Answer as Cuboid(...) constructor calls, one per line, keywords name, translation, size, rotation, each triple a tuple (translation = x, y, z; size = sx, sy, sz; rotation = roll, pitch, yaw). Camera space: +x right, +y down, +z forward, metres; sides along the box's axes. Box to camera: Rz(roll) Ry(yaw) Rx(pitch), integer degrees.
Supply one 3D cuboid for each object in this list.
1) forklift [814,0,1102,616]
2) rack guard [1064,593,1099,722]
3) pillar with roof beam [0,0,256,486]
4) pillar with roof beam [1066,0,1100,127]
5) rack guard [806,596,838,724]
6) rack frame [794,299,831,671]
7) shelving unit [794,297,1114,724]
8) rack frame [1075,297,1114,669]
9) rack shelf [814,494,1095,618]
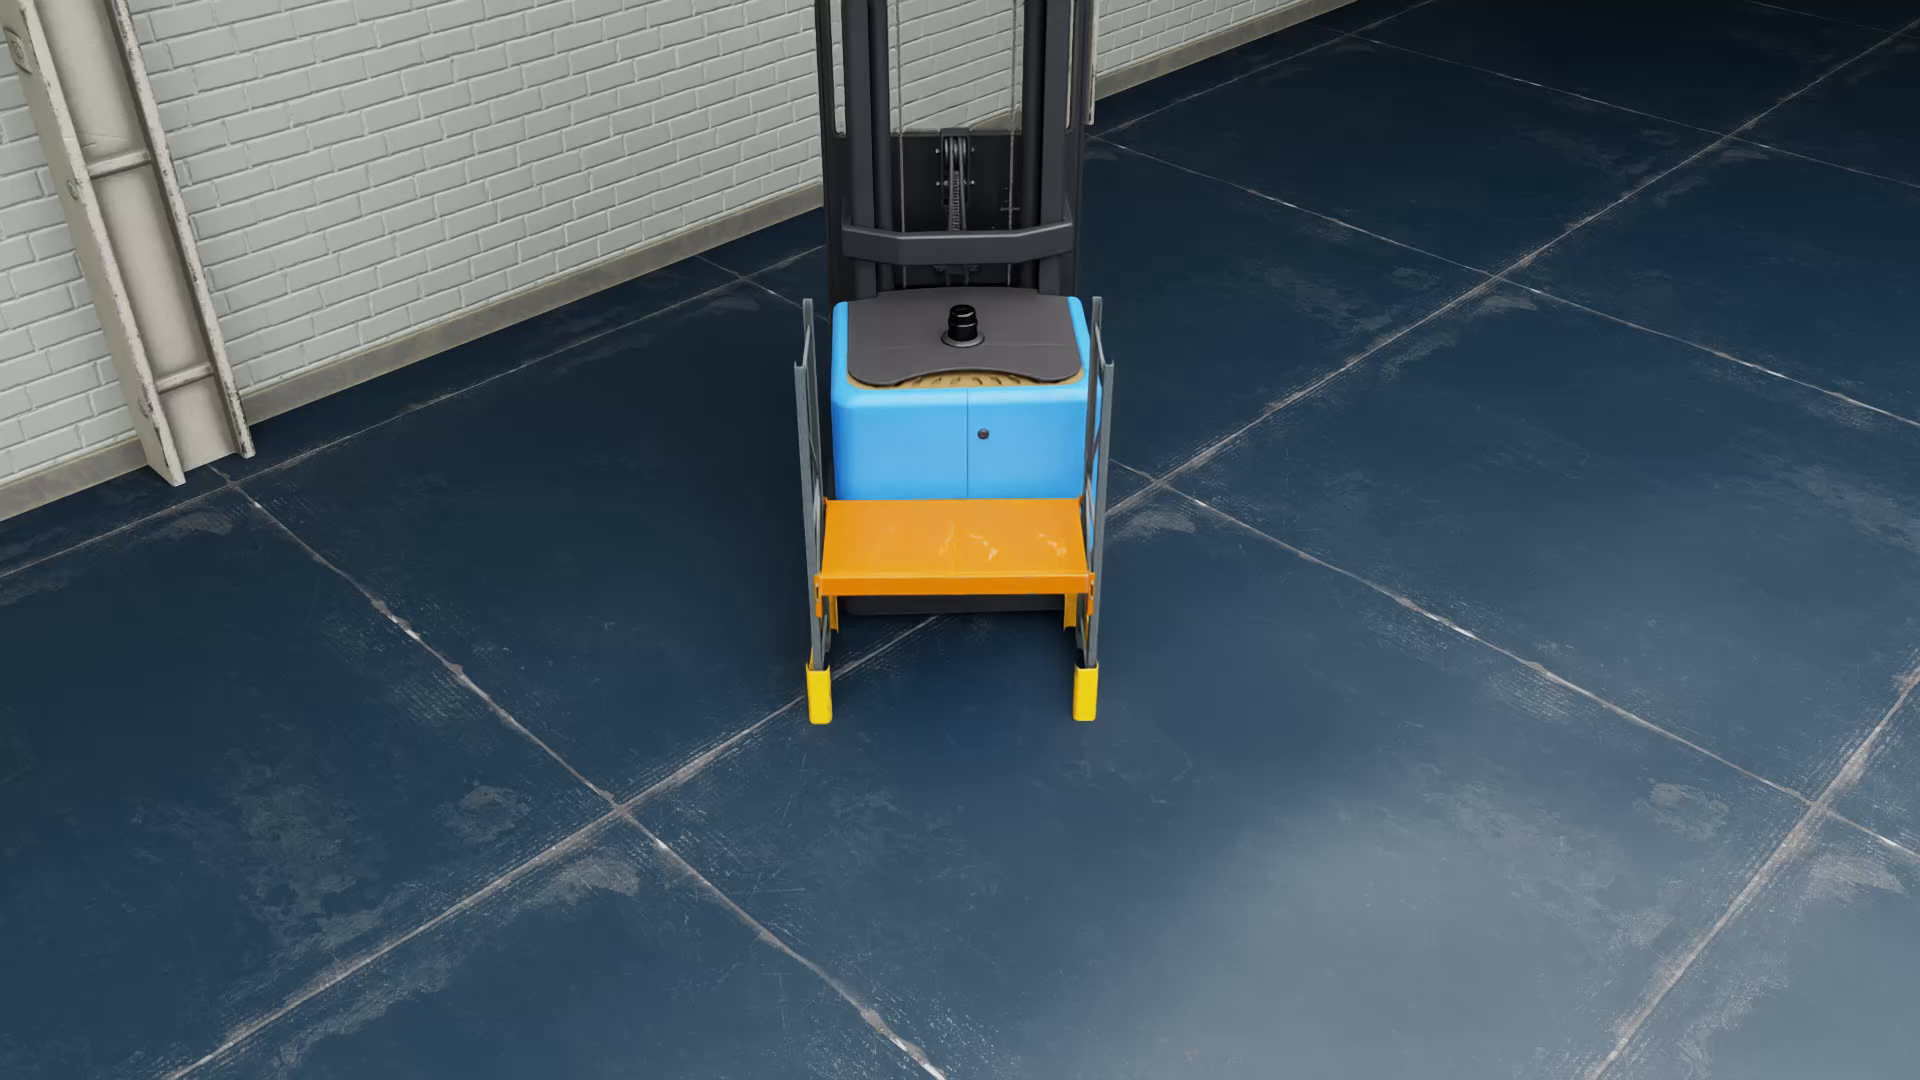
Cuboid(name="forklift", translation=(-0.044, -1.715, 7.147), size=(1.130, 2.935, 3.031), rotation=(-2, 35, -2))
Cuboid(name="rack guard", translation=(0.466, 0.414, 6.438), size=(0.087, 0.250, 0.587), rotation=(-1, 35, -1))
Cuboid(name="pillar with roof beam", translation=(-0.505, -2.341, 2.740), size=(9.100, 9.000, 0.400), rotation=(30, 45, 35))
Cuboid(name="pillar with roof beam", translation=(3.723, -4.777, 6.233), size=(9.100, 9.000, 0.400), rotation=(30, 45, 35))
Cuboid(name="rack guard", translation=(-0.530, 0.423, 6.425), size=(0.087, 0.250, 0.587), rotation=(-1, 35, -1))
Cuboid(name="rack frame", translation=(-0.531, -0.090, 6.068), size=(0.032, 1.500, 0.500), rotation=(-1, 35, -1))
Cuboid(name="shelving unit", translation=(-0.032, -0.094, 6.074), size=(1.083, 1.500, 0.587), rotation=(-1, 35, -1))
Cuboid(name="rack frame", translation=(0.485, -0.099, 6.080), size=(0.032, 1.500, 0.500), rotation=(-1, 35, -1))
Cuboid(name="rack shelf", translation=(-0.023, 0.053, 6.177), size=(1.000, 0.185, 0.538), rotation=(-1, 35, -1))
